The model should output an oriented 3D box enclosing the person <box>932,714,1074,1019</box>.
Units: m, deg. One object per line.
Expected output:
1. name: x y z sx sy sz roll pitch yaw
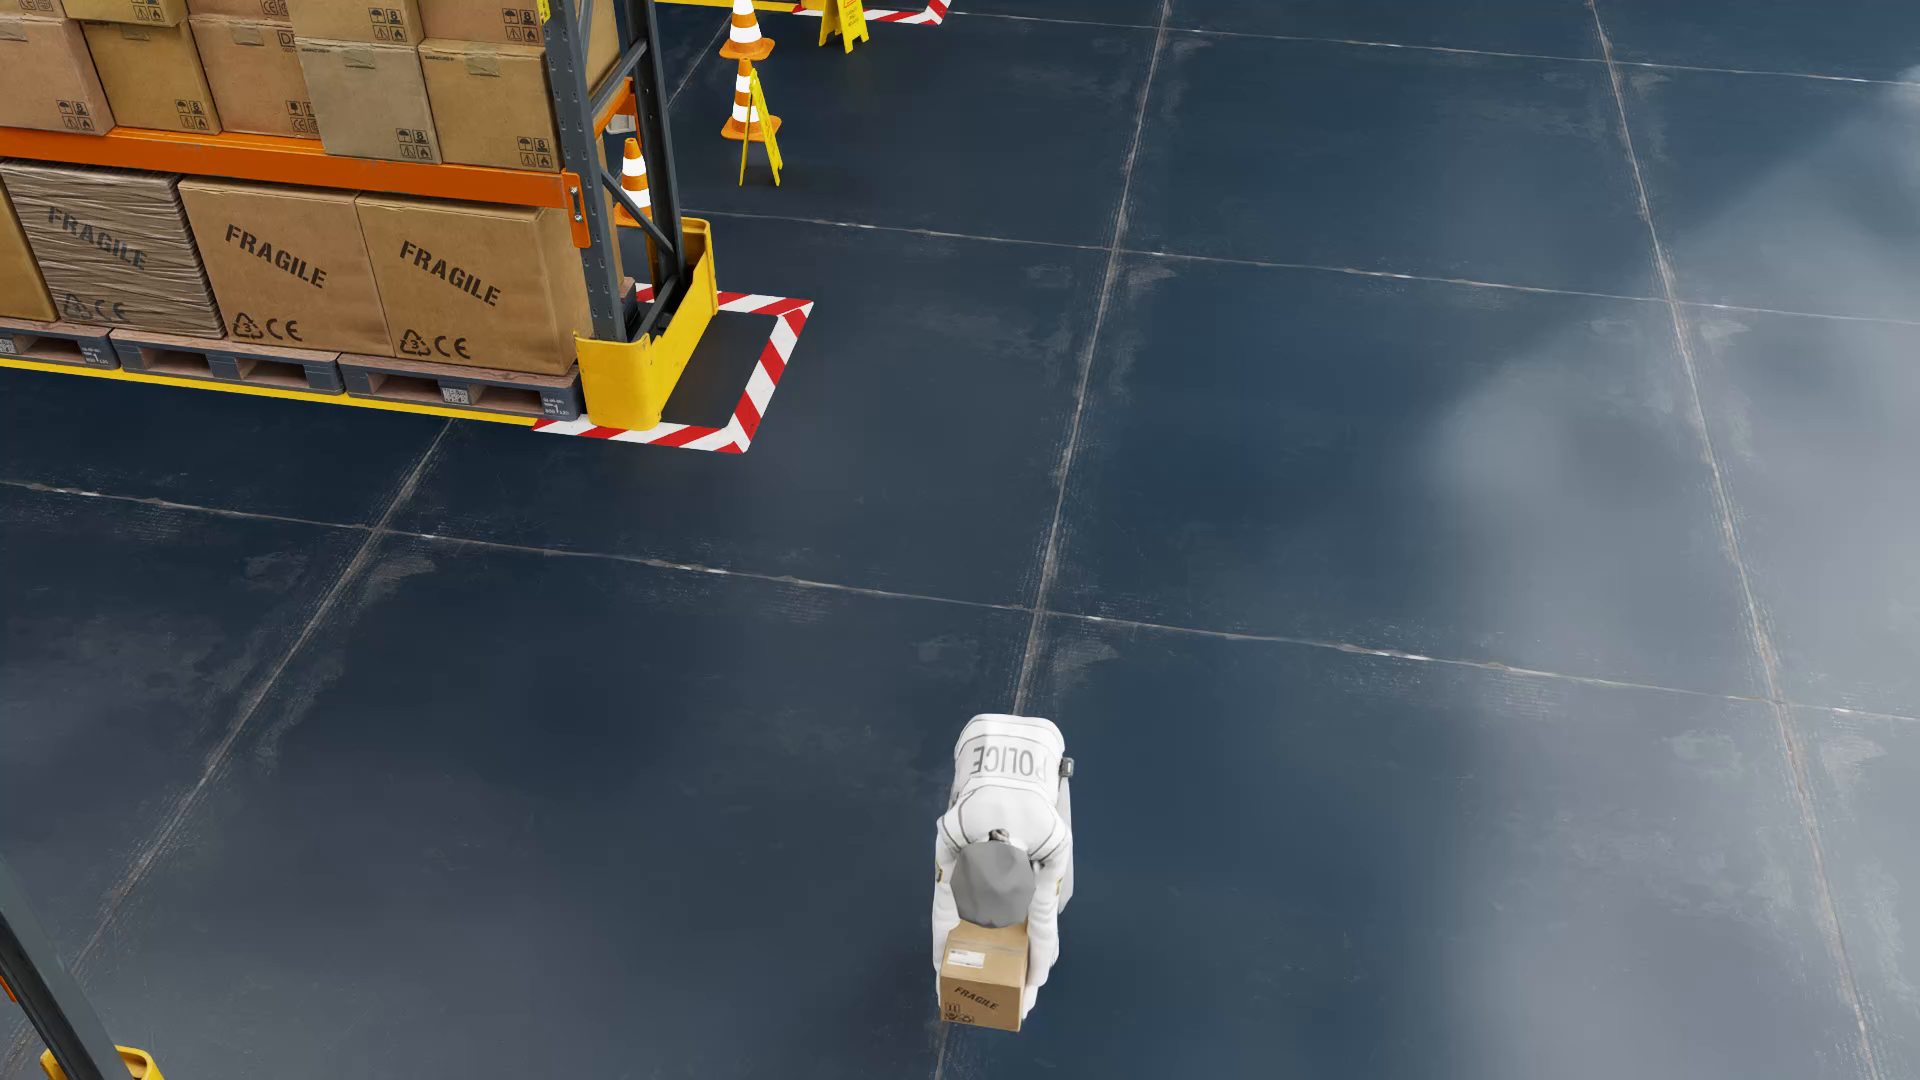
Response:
1. person: 0.136 1.093 5.320 0.449 1.106 0.919 5 41 5
